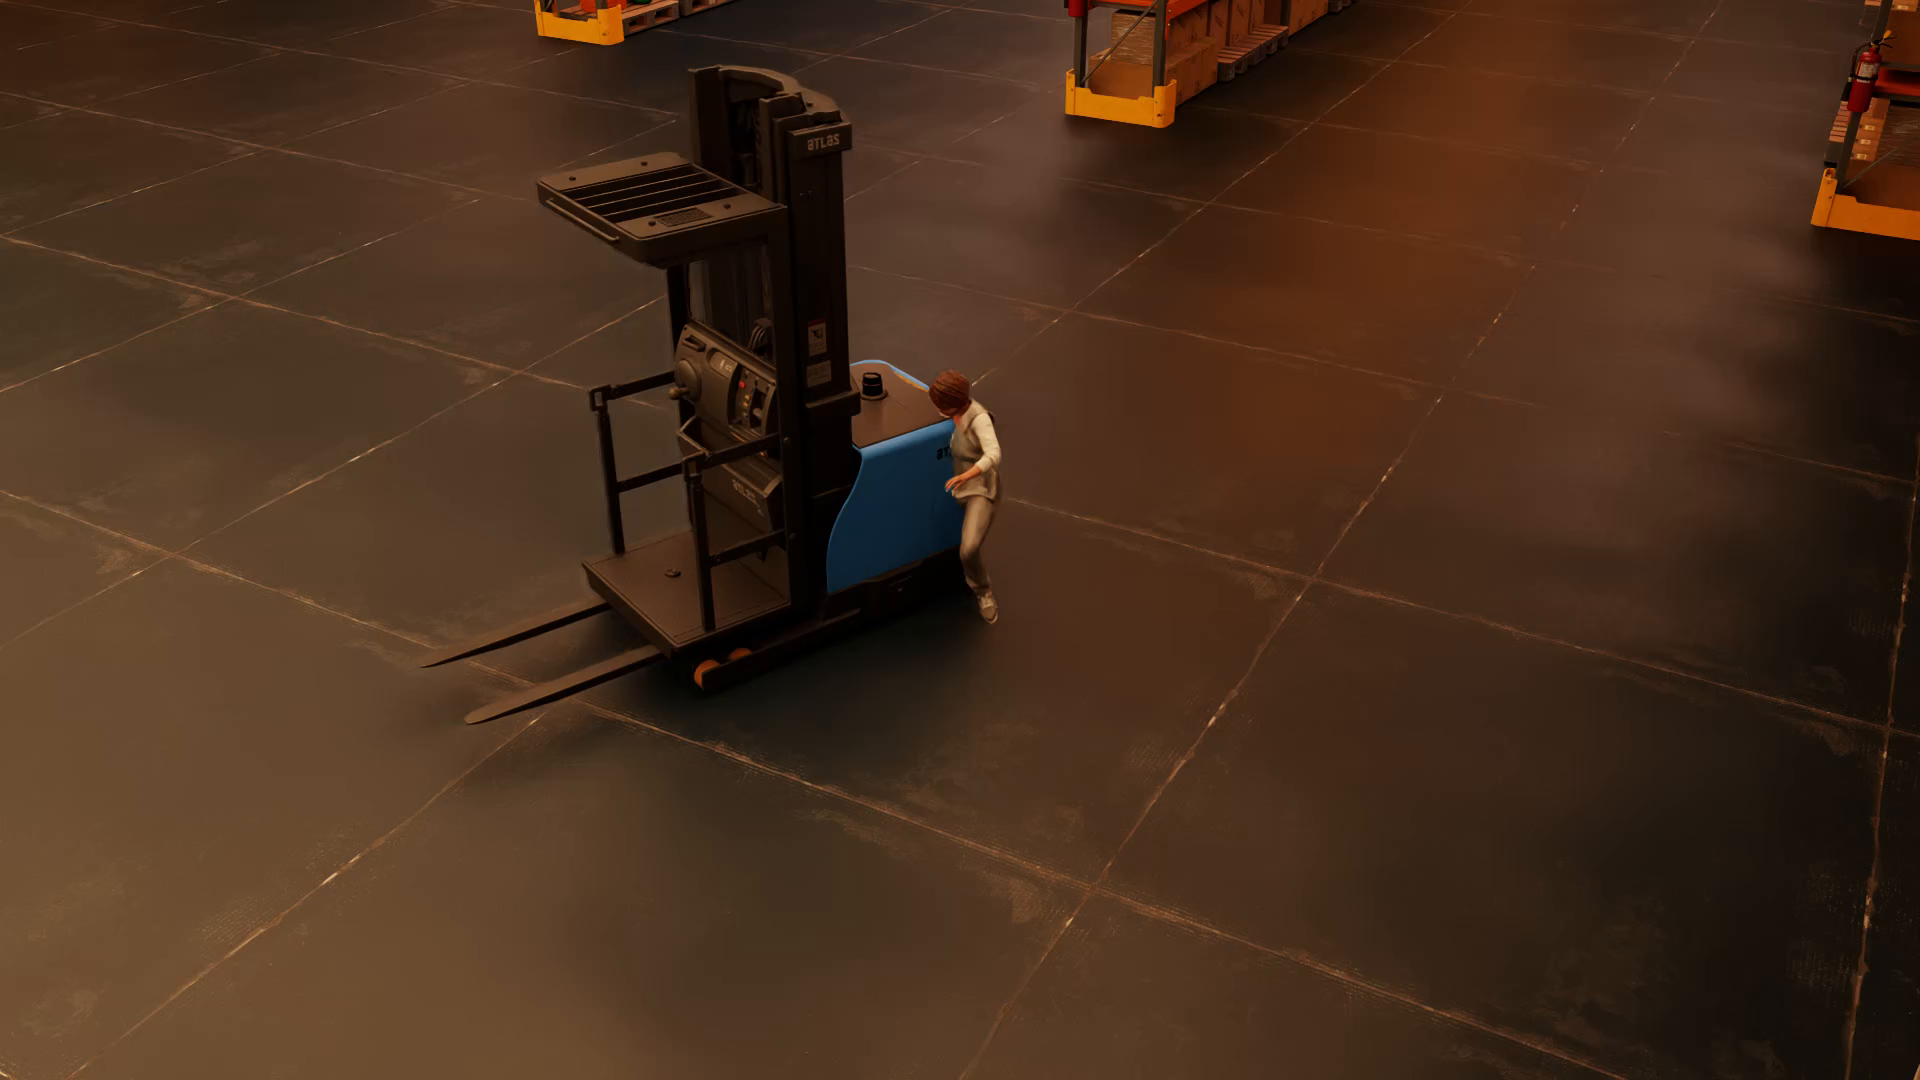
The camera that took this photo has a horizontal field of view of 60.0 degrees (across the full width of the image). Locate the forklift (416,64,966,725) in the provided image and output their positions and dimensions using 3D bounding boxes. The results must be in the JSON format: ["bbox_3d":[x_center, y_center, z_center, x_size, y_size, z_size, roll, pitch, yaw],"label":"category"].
[{"bbox_3d":[-1.371,-0.778,8.419,3.031,2.935,1.130,-21,36,-32],"label":"forklift"}]

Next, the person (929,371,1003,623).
[{"bbox_3d":[-0.107,-0.253,9.095,0.672,1.360,0.879,-20,36,-31],"label":"person"}]
